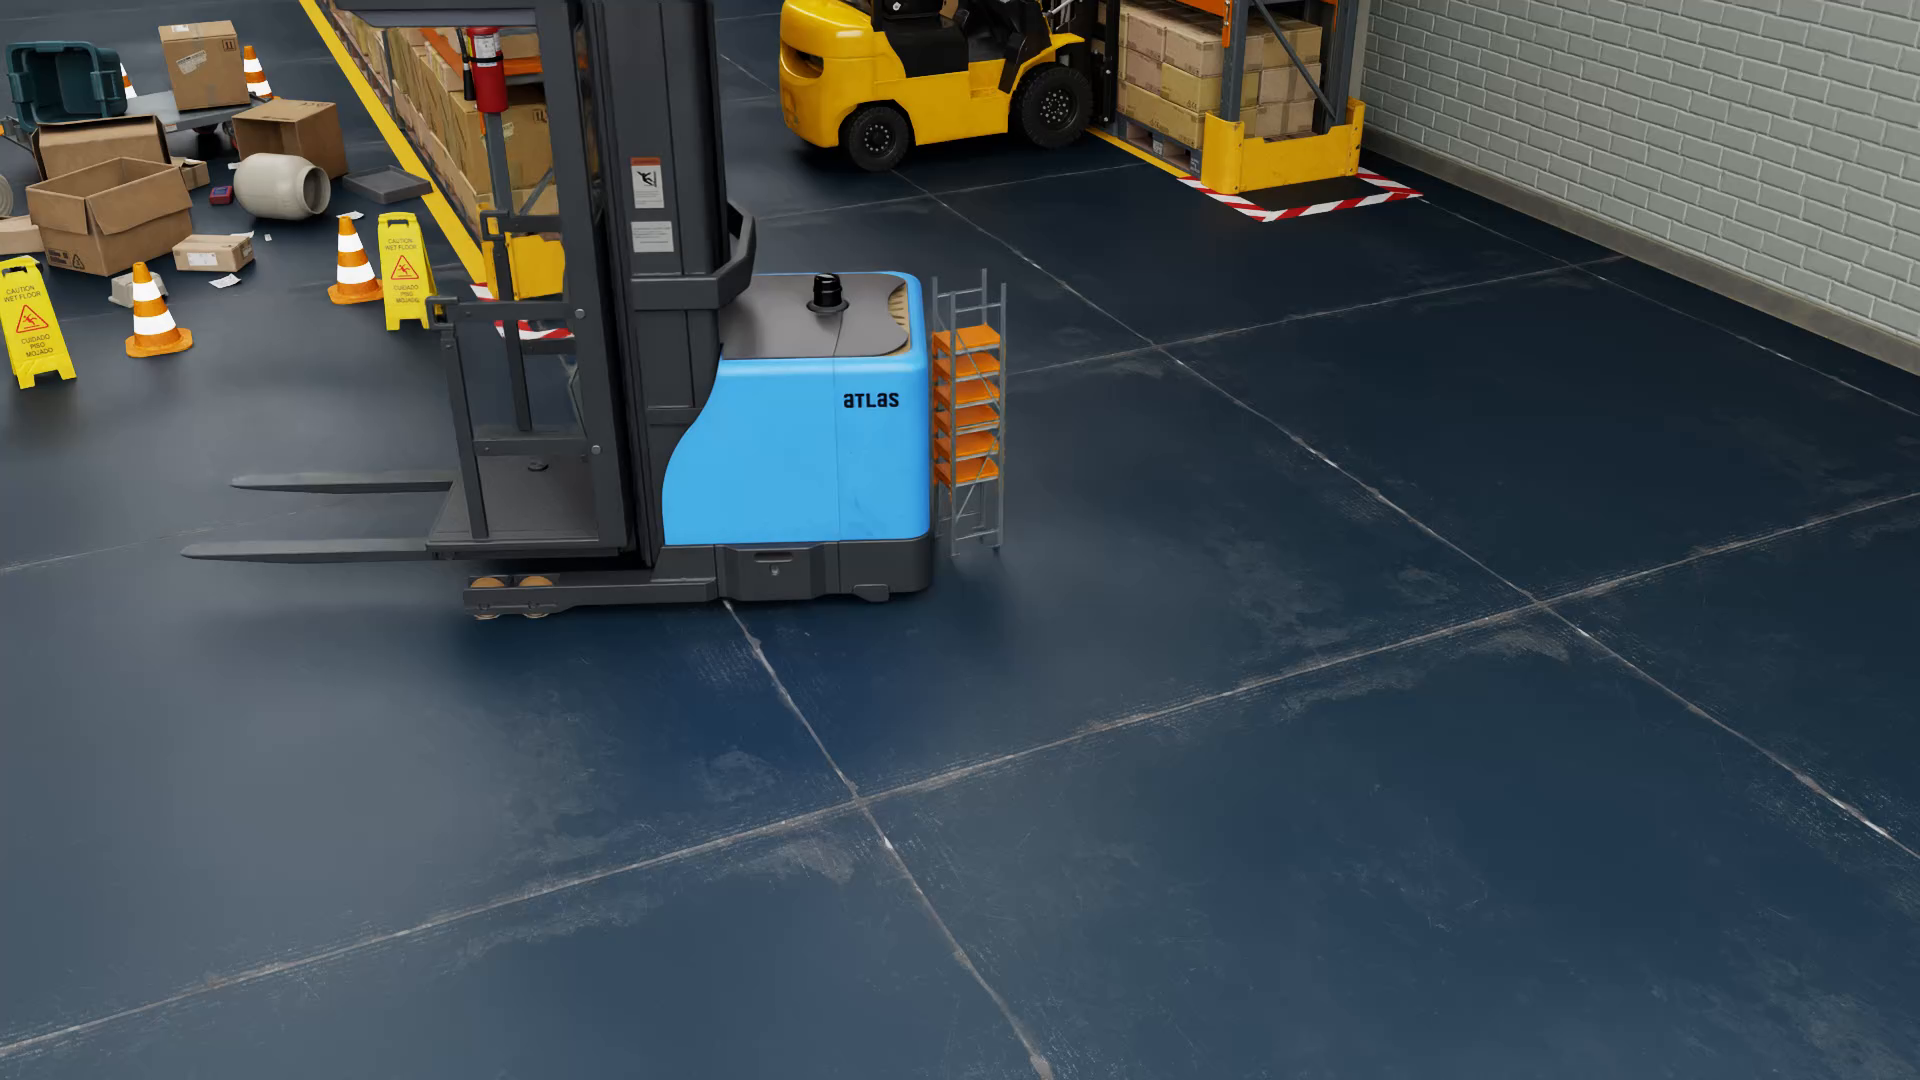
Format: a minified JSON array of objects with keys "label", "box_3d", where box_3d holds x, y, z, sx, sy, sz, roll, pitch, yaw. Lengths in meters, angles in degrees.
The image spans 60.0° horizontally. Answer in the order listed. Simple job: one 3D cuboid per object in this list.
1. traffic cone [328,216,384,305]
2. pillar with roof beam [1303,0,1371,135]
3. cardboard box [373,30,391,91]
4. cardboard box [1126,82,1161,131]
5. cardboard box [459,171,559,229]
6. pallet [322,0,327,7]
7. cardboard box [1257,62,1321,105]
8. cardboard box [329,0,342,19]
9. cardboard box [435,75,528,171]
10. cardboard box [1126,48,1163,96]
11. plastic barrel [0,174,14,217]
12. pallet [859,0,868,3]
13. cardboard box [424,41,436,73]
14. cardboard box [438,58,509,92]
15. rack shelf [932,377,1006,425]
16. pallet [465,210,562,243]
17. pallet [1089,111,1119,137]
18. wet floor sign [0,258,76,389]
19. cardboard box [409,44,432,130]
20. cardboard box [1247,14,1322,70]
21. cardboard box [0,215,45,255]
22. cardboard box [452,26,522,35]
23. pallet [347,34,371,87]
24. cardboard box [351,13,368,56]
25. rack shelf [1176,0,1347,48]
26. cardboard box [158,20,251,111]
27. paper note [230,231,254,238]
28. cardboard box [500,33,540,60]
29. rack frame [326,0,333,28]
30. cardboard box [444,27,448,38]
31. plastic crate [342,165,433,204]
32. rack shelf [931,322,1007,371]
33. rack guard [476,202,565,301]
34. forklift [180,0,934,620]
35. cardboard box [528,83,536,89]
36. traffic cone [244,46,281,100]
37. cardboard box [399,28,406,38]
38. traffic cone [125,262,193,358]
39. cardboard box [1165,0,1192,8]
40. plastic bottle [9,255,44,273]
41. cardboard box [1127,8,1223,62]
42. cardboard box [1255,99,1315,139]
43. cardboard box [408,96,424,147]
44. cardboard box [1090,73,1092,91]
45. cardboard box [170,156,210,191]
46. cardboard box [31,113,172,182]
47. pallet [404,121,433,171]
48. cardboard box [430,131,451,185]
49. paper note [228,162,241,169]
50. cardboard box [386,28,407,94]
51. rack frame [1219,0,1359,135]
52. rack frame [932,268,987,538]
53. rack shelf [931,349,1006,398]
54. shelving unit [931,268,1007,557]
[{"label":"traffic cone","box_3d":[-3.564,-1.669,9.753,0.336,0.463,0.334,-13,32,-22]},{"label":"pillar with roof beam","box_3d":[-1.105,-6.110,8.945,9.100,9.000,0.400,-13,32,-22]},{"label":"cardboard box","box_3d":[-4.158,-3.891,13.380,0.950,0.372,0.625,-13,32,-21]},{"label":"cardboard box","box_3d":[1.576,-3.247,12.355,0.500,0.250,0.500,-13,32,-22]},{"label":"cardboard box","box_3d":[-2.814,-2.151,10.401,0.500,0.250,0.500,-13,32,-22]},{"label":"pallet","box_3d":[-5.919,-5.538,16.910,1.003,0.211,1.213,-13,32,-22]},{"label":"cardboard box","box_3d":[2.253,-3.353,12.034,0.500,0.250,0.500,-12,32,-21]},{"label":"cardboard box","box_3d":[-5.415,-5.175,15.670,0.950,0.372,0.625,-15,33,-25]},{"label":"cardboard box","box_3d":[-3.020,-2.696,10.606,0.500,0.500,0.500,-12,31,-20]},{"label":"cardboard box","box_3d":[1.571,-3.475,12.251,0.500,0.250,0.500,-13,32,-22]},{"label":"plastic barrel","box_3d":[-6.486,-2.236,10.805,0.512,0.421,0.421,7,30,13]},{"label":"pallet","box_3d":[-0.329,-5.308,16.499,1.003,0.211,1.213,-13,32,-22]},{"label":"cardboard box","box_3d":[-3.228,-3.126,10.709,0.380,0.149,0.250,-12,31,-20]},{"label":"cardboard box","box_3d":[-3.012,-2.897,10.302,0.380,0.149,0.250,-12,31,-21]},{"label":"rack shelf","box_3d":[0.036,-0.582,6.907,0.258,0.103,0.180,-12,32,-21]},{"label":"pallet","box_3d":[-2.563,-2.040,10.672,1.003,0.211,1.213,-13,32,-22]},{"label":"pallet","box_3d":[1.382,-3.551,13.367,1.003,0.211,1.213,-13,32,-22]},{"label":"wet floor sign","box_3d":[-4.840,-1.148,8.638,0.267,0.644,0.232,-19,35,-30]},{"label":"cardboard box","box_3d":[-3.460,-3.153,11.422,0.500,0.500,0.500,-11,31,-19]},{"label":"cardboard box","box_3d":[2.232,-3.572,11.913,0.500,0.250,0.500,-14,32,-23]},{"label":"cardboard box","box_3d":[-5.957,-1.974,10.499,0.396,0.266,0.258,-8,30,-13]},{"label":"cardboard box","box_3d":[-2.696,-3.211,9.504,0.500,0.500,0.500,-14,32,-23]},{"label":"pallet","box_3d":[-4.794,-4.290,14.685,1.003,0.211,1.213,-13,32,-22]},{"label":"cardboard box","box_3d":[-4.770,-4.515,14.492,0.950,0.372,0.625,-12,31,-20]},{"label":"rack shelf","box_3d":[1.409,-4.470,12.890,1.077,0.370,4.000,-13,32,-22]},{"label":"cardboard box","box_3d":[-5.526,-3.476,12.164,0.500,0.500,0.500,-13,32,-22]},{"label":"paper note","box_3d":[-4.647,-1.962,10.730,0.148,0.019,0.142,-3,29,-5]},{"label":"cardboard box","box_3d":[-2.568,-2.867,9.553,0.380,0.149,0.250,-12,31,-20]},{"label":"rack frame","box_3d":[-5.648,-6.390,15.579,1.000,3.000,0.127,-13,32,-22]},{"label":"cardboard box","box_3d":[-2.867,-3.073,9.921,0.380,0.149,0.250,-14,32,-23]},{"label":"plastic crate","box_3d":[-3.998,-2.484,11.598,0.583,0.080,0.402,26,38,38]},{"label":"rack shelf","box_3d":[0.036,-0.791,6.789,0.258,0.103,0.180,-12,32,-21]},{"label":"rack guard","box_3d":[-2.246,-1.799,9.948,1.175,0.500,0.348,-13,32,-22]},{"label":"forklift","box_3d":[-1.644,-1.225,6.438,3.031,2.935,1.130,-1,29,-3]},{"label":"cardboard box","box_3d":[-2.549,-2.822,10.831,0.500,0.500,0.500,-14,32,-24]},{"label":"traffic cone","box_3d":[-5.728,-3.770,13.501,0.336,0.463,0.334,-13,32,-22]},{"label":"cardboard box","box_3d":[-3.700,-3.605,11.564,0.380,0.149,0.250,-12,31,-20]},{"label":"traffic cone","box_3d":[-4.420,-1.285,9.069,0.336,0.463,0.334,-13,32,-22]},{"label":"cardboard box","box_3d":[1.809,-4.015,12.703,0.500,0.250,0.500,-13,32,-22]},{"label":"plastic bottle","box_3d":[-5.747,-1.692,10.204,0.283,0.061,0.133,26,38,38]},{"label":"cardboard box","box_3d":[1.564,-3.682,12.109,0.500,0.250,0.500,-12,32,-21]},{"label":"cardboard box","box_3d":[2.233,-3.142,12.168,0.500,0.250,0.500,-13,32,-22]},{"label":"cardboard box","box_3d":[-3.682,-3.056,12.015,0.500,0.250,0.500,-11,31,-19]},{"label":"cardboard box","box_3d":[1.126,-3.694,13.153,0.500,0.250,0.500,-12,31,-20]},{"label":"cardboard box","box_3d":[-5.520,-2.620,11.651,0.396,0.266,0.258,13,32,21]},{"label":"cardboard box","box_3d":[-5.663,-2.482,11.023,0.797,0.637,0.503,-13,32,-22]},{"label":"pallet","box_3d":[-3.611,-3.118,12.594,1.003,0.211,1.213,-13,32,-22]},{"label":"cardboard box","box_3d":[-3.249,-2.601,11.204,0.500,0.250,0.500,-14,32,-24]},{"label":"paper note","box_3d":[-5.244,-2.736,12.097,0.148,0.019,0.142,-13,32,-22]},{"label":"cardboard box","box_3d":[-3.922,-3.617,12.248,0.500,0.500,0.500,-12,31,-20]},{"label":"rack frame","box_3d":[2.268,-3.900,11.138,1.000,3.000,0.127,-13,32,-22]},{"label":"rack frame","box_3d":[-0.001,-0.557,7.017,0.240,1.200,0.006,-12,32,-21]},{"label":"rack shelf","box_3d":[0.036,-0.687,6.848,0.258,0.103,0.180,-12,32,-21]},{"label":"shelving unit","box_3d":[0.036,-0.516,6.944,0.258,1.200,0.189,-12,32,-21]}]
